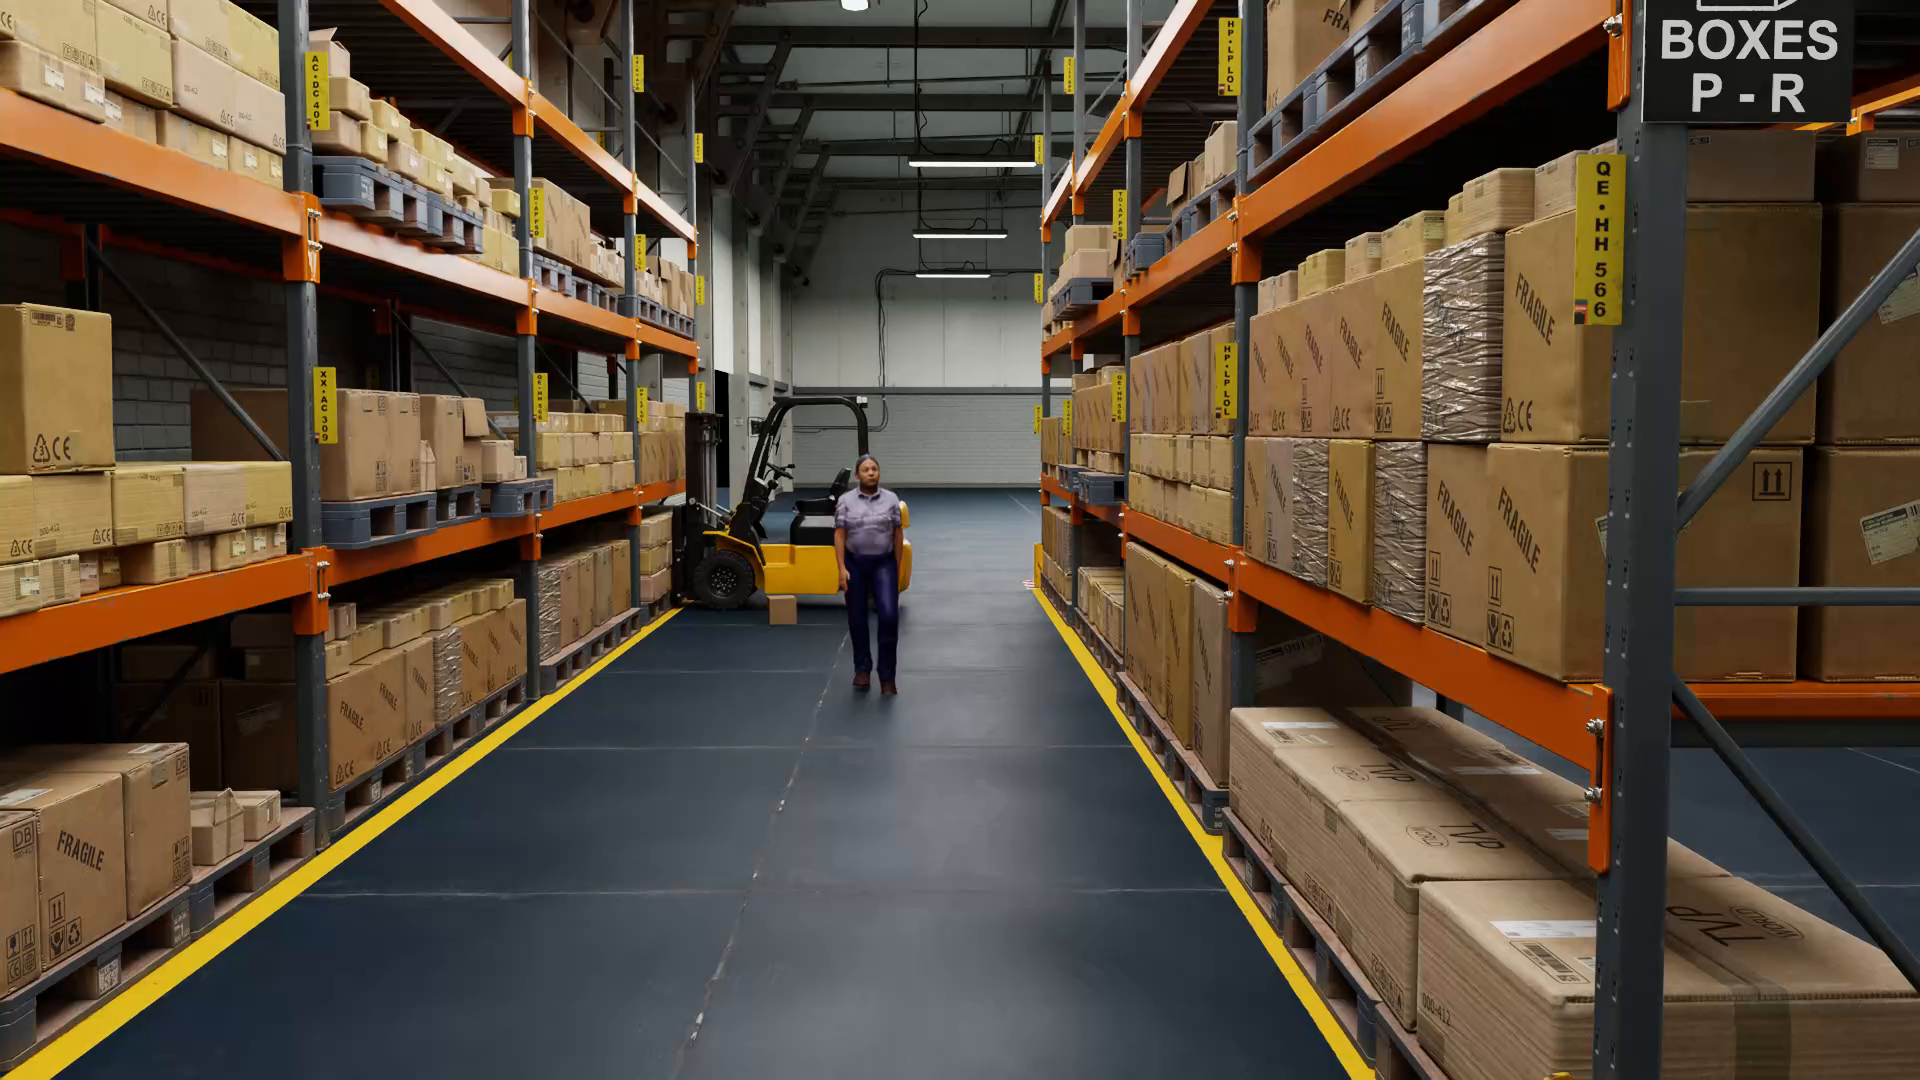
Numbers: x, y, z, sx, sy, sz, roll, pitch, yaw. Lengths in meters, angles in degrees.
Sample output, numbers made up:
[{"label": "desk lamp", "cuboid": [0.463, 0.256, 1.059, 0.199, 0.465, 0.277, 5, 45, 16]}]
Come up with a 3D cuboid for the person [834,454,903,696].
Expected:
[{"label": "person", "cuboid": [-0.634, 0.267, 11.581, 0.485, 1.723, 0.565, 0, 4, -3]}]
